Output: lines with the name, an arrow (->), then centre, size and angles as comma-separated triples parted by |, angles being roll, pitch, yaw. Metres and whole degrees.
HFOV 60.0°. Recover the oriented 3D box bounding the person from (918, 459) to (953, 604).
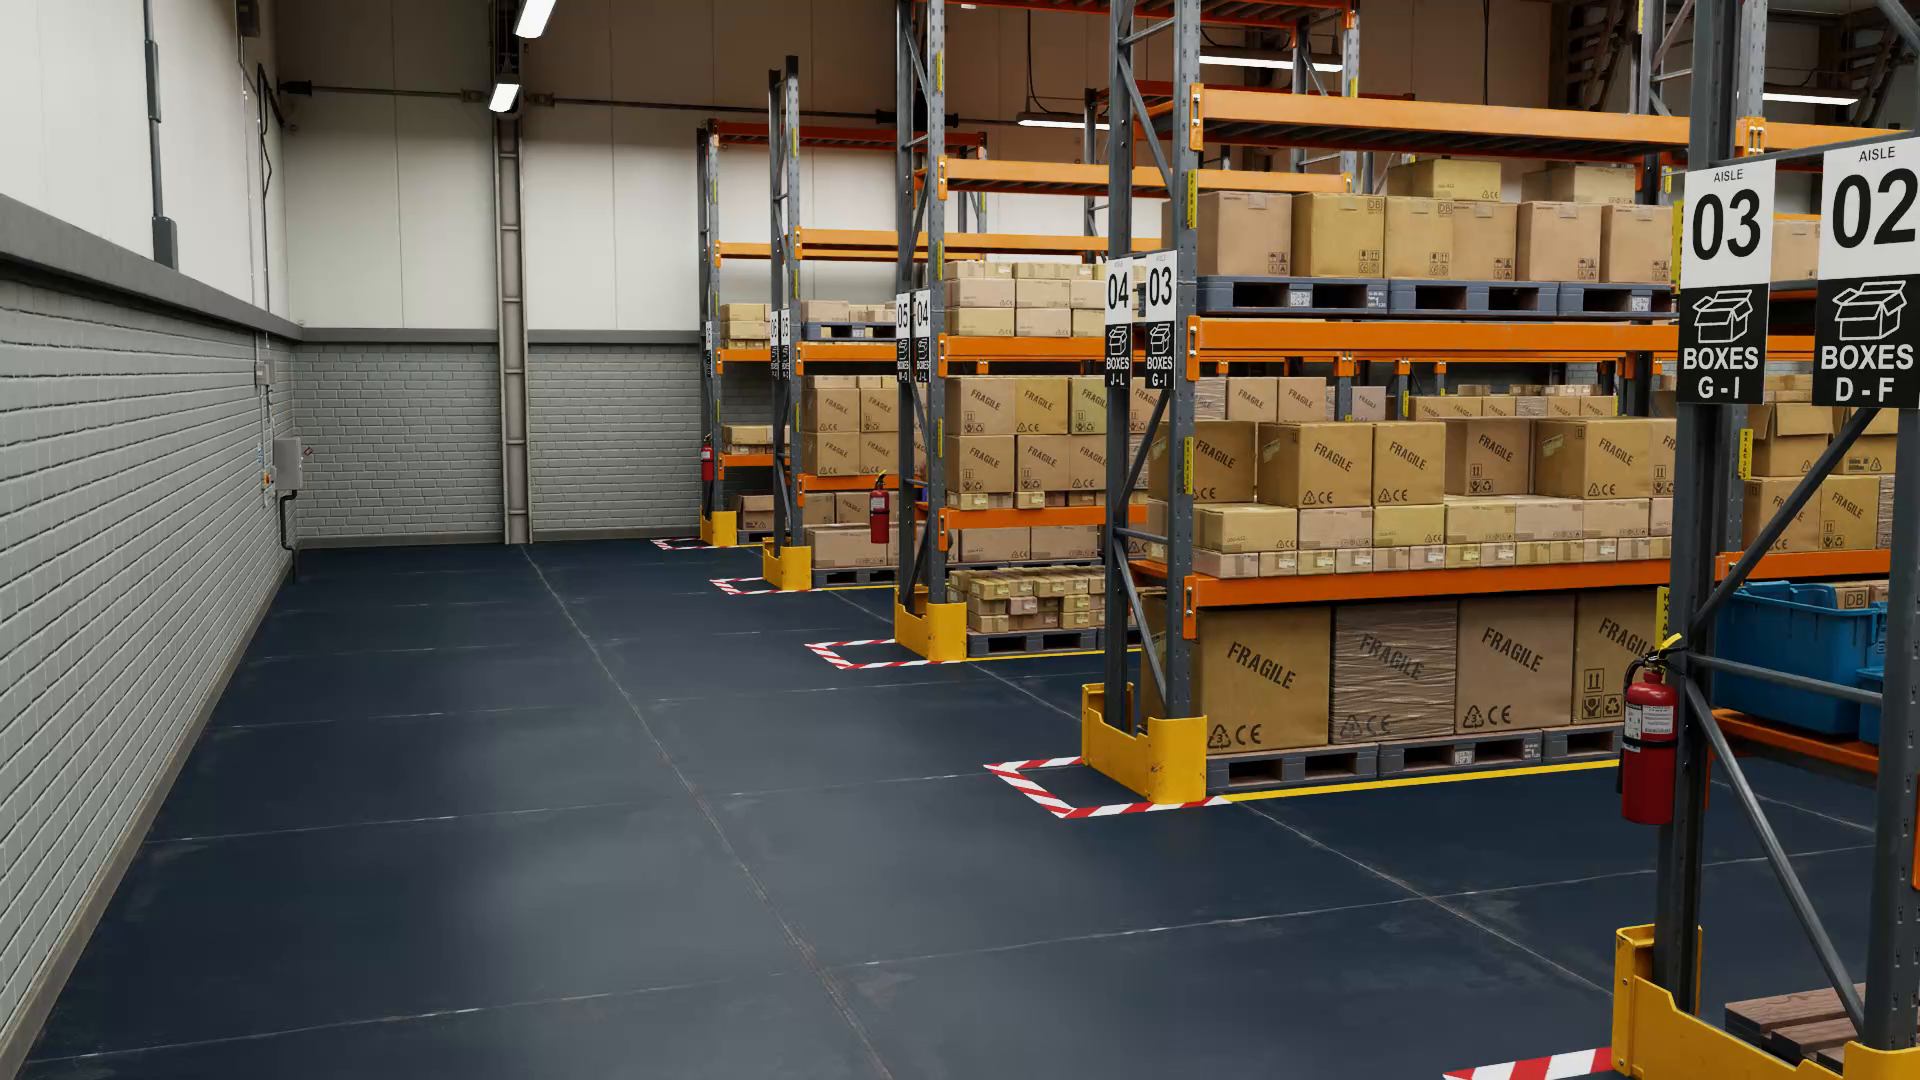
person -> -0.263, 0.002, 16.582 | 0.348, 1.653, 0.521 | -2, 6, -22
